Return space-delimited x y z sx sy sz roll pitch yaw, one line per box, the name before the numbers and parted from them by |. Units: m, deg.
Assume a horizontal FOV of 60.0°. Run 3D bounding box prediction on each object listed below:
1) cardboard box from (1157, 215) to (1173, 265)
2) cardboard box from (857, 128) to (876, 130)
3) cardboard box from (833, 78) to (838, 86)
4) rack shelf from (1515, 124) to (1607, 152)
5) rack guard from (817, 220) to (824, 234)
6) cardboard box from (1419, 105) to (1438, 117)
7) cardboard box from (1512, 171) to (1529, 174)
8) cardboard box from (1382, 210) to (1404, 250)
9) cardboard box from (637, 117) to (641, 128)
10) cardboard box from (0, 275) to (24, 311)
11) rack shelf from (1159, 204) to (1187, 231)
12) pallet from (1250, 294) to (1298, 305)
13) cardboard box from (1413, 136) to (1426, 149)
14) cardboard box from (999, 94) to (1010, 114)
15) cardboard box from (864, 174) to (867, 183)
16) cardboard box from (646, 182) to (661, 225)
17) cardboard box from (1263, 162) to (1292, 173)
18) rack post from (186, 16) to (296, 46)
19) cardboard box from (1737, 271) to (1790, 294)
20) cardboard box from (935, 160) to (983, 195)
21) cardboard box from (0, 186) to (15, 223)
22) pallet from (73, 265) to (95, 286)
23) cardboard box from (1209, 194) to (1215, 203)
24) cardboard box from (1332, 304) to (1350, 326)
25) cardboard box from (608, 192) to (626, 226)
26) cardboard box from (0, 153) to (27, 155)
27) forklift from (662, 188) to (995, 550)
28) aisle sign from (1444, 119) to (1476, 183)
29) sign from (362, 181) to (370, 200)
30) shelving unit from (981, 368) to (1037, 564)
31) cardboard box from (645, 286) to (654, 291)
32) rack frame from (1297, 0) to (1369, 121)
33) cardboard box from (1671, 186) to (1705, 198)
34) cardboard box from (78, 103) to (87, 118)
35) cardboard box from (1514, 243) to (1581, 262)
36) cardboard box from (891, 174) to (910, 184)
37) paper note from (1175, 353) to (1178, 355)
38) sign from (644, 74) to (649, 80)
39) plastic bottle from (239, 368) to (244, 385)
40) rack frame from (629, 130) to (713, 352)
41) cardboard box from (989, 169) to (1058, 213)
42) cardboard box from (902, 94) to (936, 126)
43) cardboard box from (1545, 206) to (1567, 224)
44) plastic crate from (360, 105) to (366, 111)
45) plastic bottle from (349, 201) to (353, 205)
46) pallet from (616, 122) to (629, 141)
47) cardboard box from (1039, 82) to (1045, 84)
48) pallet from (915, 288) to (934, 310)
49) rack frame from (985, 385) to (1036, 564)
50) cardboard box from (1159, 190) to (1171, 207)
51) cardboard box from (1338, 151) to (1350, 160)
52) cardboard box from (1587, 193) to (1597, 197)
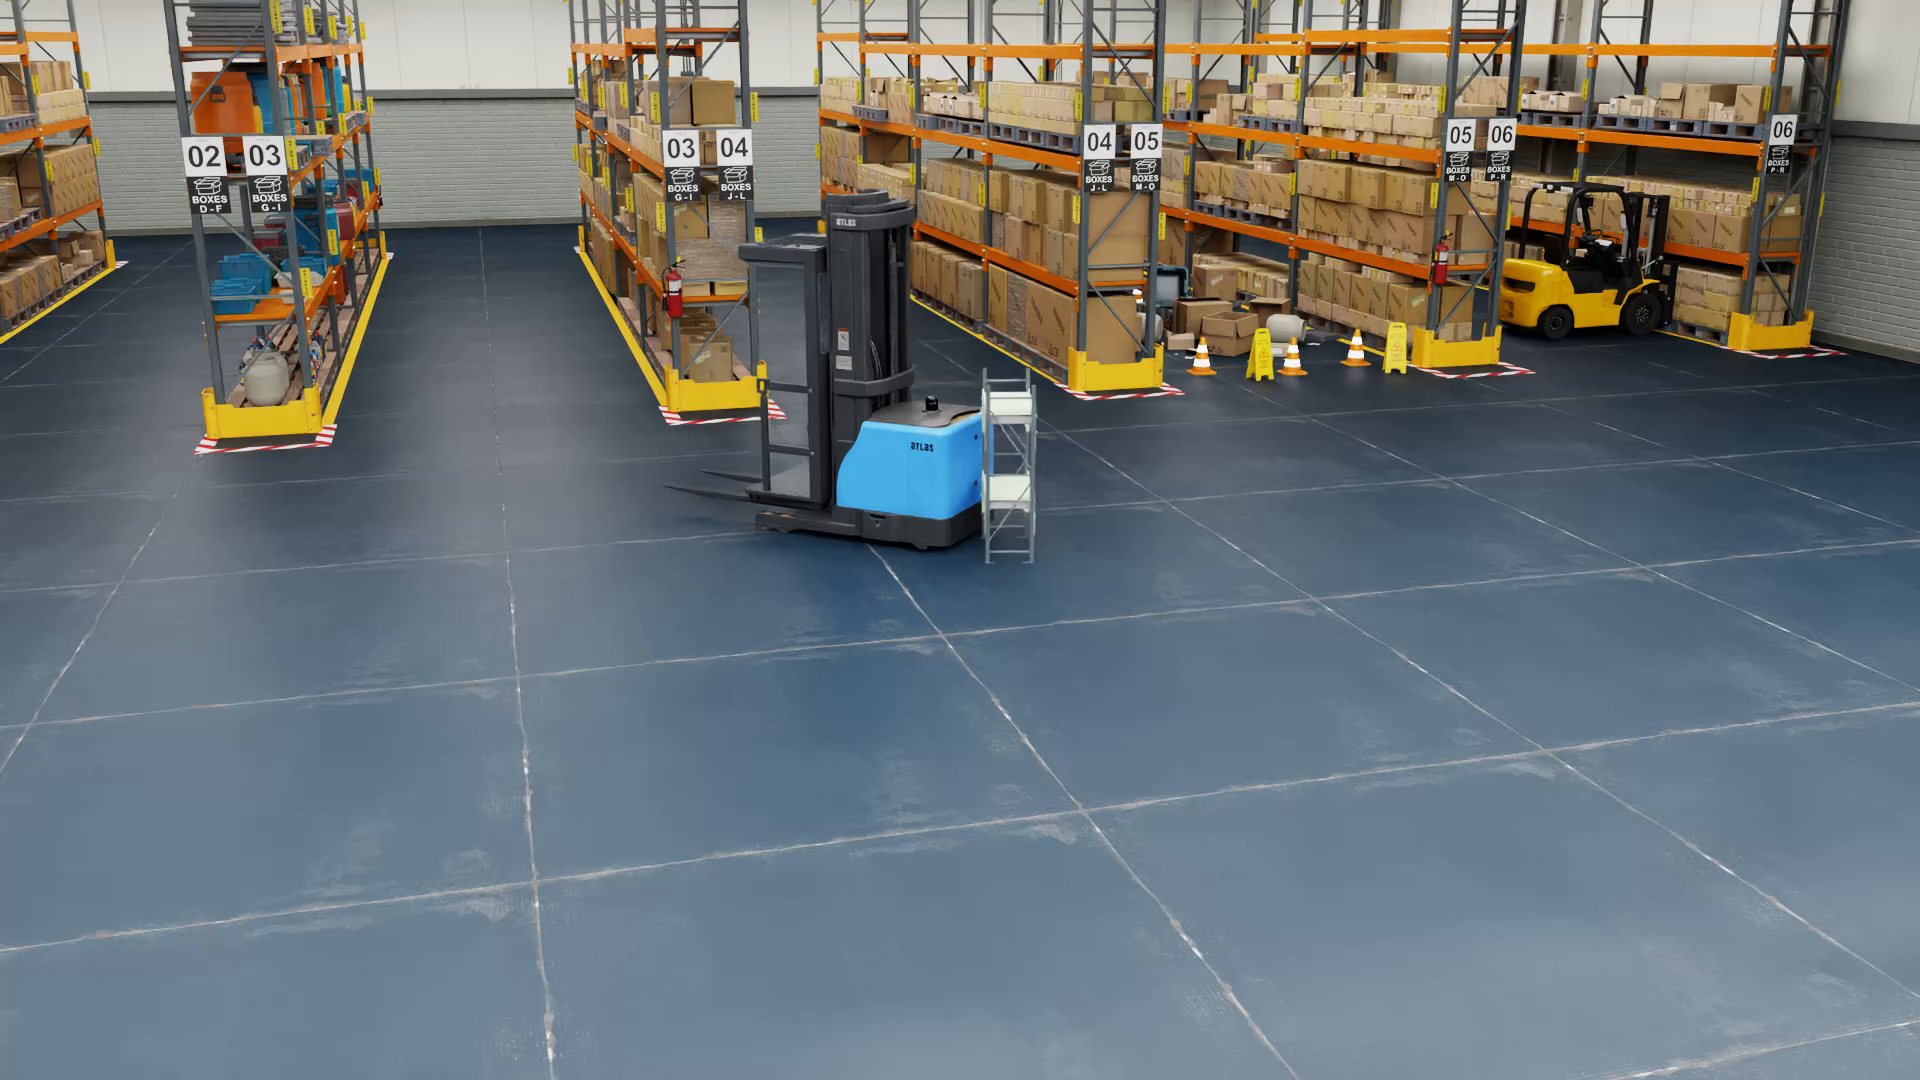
cardboard box | 4.121 -5.626 30.931 0.875 0.875 0.875 -4 17 -15
cardboard box | -1.802 -8.070 33.676 0.500 0.500 0.500 -4 17 -12
cardboard box | -2.311 -9.115 33.069 0.380 0.149 0.250 -4 17 -14
rack shelf | 9.793 -6.930 28.345 1.077 0.370 4.000 -5 17 -15
rack guard | -2.437 -6.573 35.466 1.175 0.500 0.348 -5 17 -15
cardboard box | 6.260 -5.628 21.810 0.380 0.149 0.250 -4 17 -14
cardboard box | 9.851 -6.395 29.226 0.380 0.149 0.250 -5 17 -16
cardboard box | 6.123 -4.243 22.671 0.500 0.500 0.500 -5 17 -15
cardboard box | -4.025 -5.481 21.839 0.380 0.149 0.250 -6 18 -18
cardboard box | -14.582 -3.739 25.264 0.500 0.500 0.500 -5 18 -17
rack shelf | 3.922 -6.206 31.150 1.077 0.370 4.000 -5 17 -15
pallet | 5.356 -3.771 26.640 1.003 0.211 1.213 -5 17 -15
cardboard box | 6.204 -5.244 21.918 0.380 0.149 0.250 -5 17 -15
cardboard box | 0.845 -5.931 22.610 0.500 0.250 0.500 -5 17 -16
cardboard box | -1.548 -6.620 30.466 0.380 0.149 0.250 -4 17 -14
cardboard box | -3.654 -4.219 20.853 0.500 0.500 0.500 -5 17 -15
cardboard box | 5.025 -5.893 26.308 0.380 0.149 0.250 -5 17 -17
rack post | -7.705 -5.463 17.865 0.937 0.300 0.954 -3 17 -9
cardboard box | 11.492 -3.689 23.832 0.500 0.250 0.500 -5 17 -16
cardboard box | -0.005 -5.840 26.770 0.700 0.500 0.500 -5 17 -16
cardboard box | -14.931 -5.115 25.361 0.700 0.500 0.500 -1 17 -5
pallet | -16.208 -4.731 29.836 1.003 0.211 1.213 -5 17 -15
cardboard box | 4.459 -5.814 28.299 0.380 0.149 0.250 -6 18 -19
cardboard box | 5.780 -3.298 24.266 0.500 0.250 0.500 -5 17 -16
cardboard box | -5.430 -5.379 26.972 0.500 0.500 0.500 -4 17 -14
cardboard box | -16.213 -6.326 28.387 0.500 0.500 0.500 -5 17 -16
forklift | -1.247 -1.591 14.653 3.031 2.935 1.130 8 18 25
aisle sign | 6.409 -4.990 21.331 0.394 0.787 0.004 -5 17 -15
sign | -10.388 -6.105 29.080 0.100 0.325 0.005 -5 17 -15
shelving unit | 0.402 -0.629 13.938 0.431 1.500 0.755 0 17 -1
cardboard box | -4.218 -3.426 24.225 0.700 0.500 0.500 -5 17 -16
rack frame | 5.571 -7.765 24.659 1.000 3.000 0.127 -5 17 -15
cardboard box | 10.694 -5.107 24.421 0.380 0.149 0.250 -4 17 -14
cardboard box | -16.386 -7.889 30.546 0.500 0.250 0.500 -5 17 -15
cardboard box | 9.983 -4.707 28.307 0.875 0.625 0.625 -5 17 -16
cardboard box | -0.974 -6.186 28.503 0.380 0.149 0.250 -4 17 -14
paper note | 2.991 -2.571 22.994 0.032 0.001 0.123 4 17 13
sign | -5.637 -8.201 29.881 0.100 0.325 0.005 -5 17 -15
plastic bottle | -8.546 -1.954 19.842 0.097 0.201 0.097 0 17 0
rack frame | -3.957 -4.108 22.914 1.000 3.000 0.127 -5 17 -15
cardboard box | 0.908 -4.956 23.600 0.875 0.550 0.550 -5 17 -15
cardboard box | -0.661 -7.201 27.822 0.500 0.500 0.500 -5 17 -15
cardboard box | 9.953 -5.332 27.248 0.500 0.250 0.500 -4 17 -14
plastic crate | -11.472 -8.120 31.426 0.450 0.188 0.336 -5 17 -15
plastic bottle | -10.260 -5.546 27.916 0.152 0.276 0.135 -5 17 -15
pallet | -4.312 -5.920 24.060 1.213 0.211 1.003 -5 17 -15
cardboard box | 1.316 -6.273 23.055 0.380 0.149 0.250 -5 17 -15
pallet | -0.115 -4.019 27.465 1.003 0.211 1.213 -5 17 -15
rack frame | 0.411 -0.523 13.587 0.400 1.500 0.023 0 17 -1
cardboard box | 3.928 -6.185 30.090 0.500 0.250 0.500 -4 17 -14
cardboard box | 8.062 -7.595 33.619 0.700 0.500 0.500 -4 17 -14
cardboard box | 10.178 -5.534 26.361 0.380 0.149 0.250 -5 17 -16
